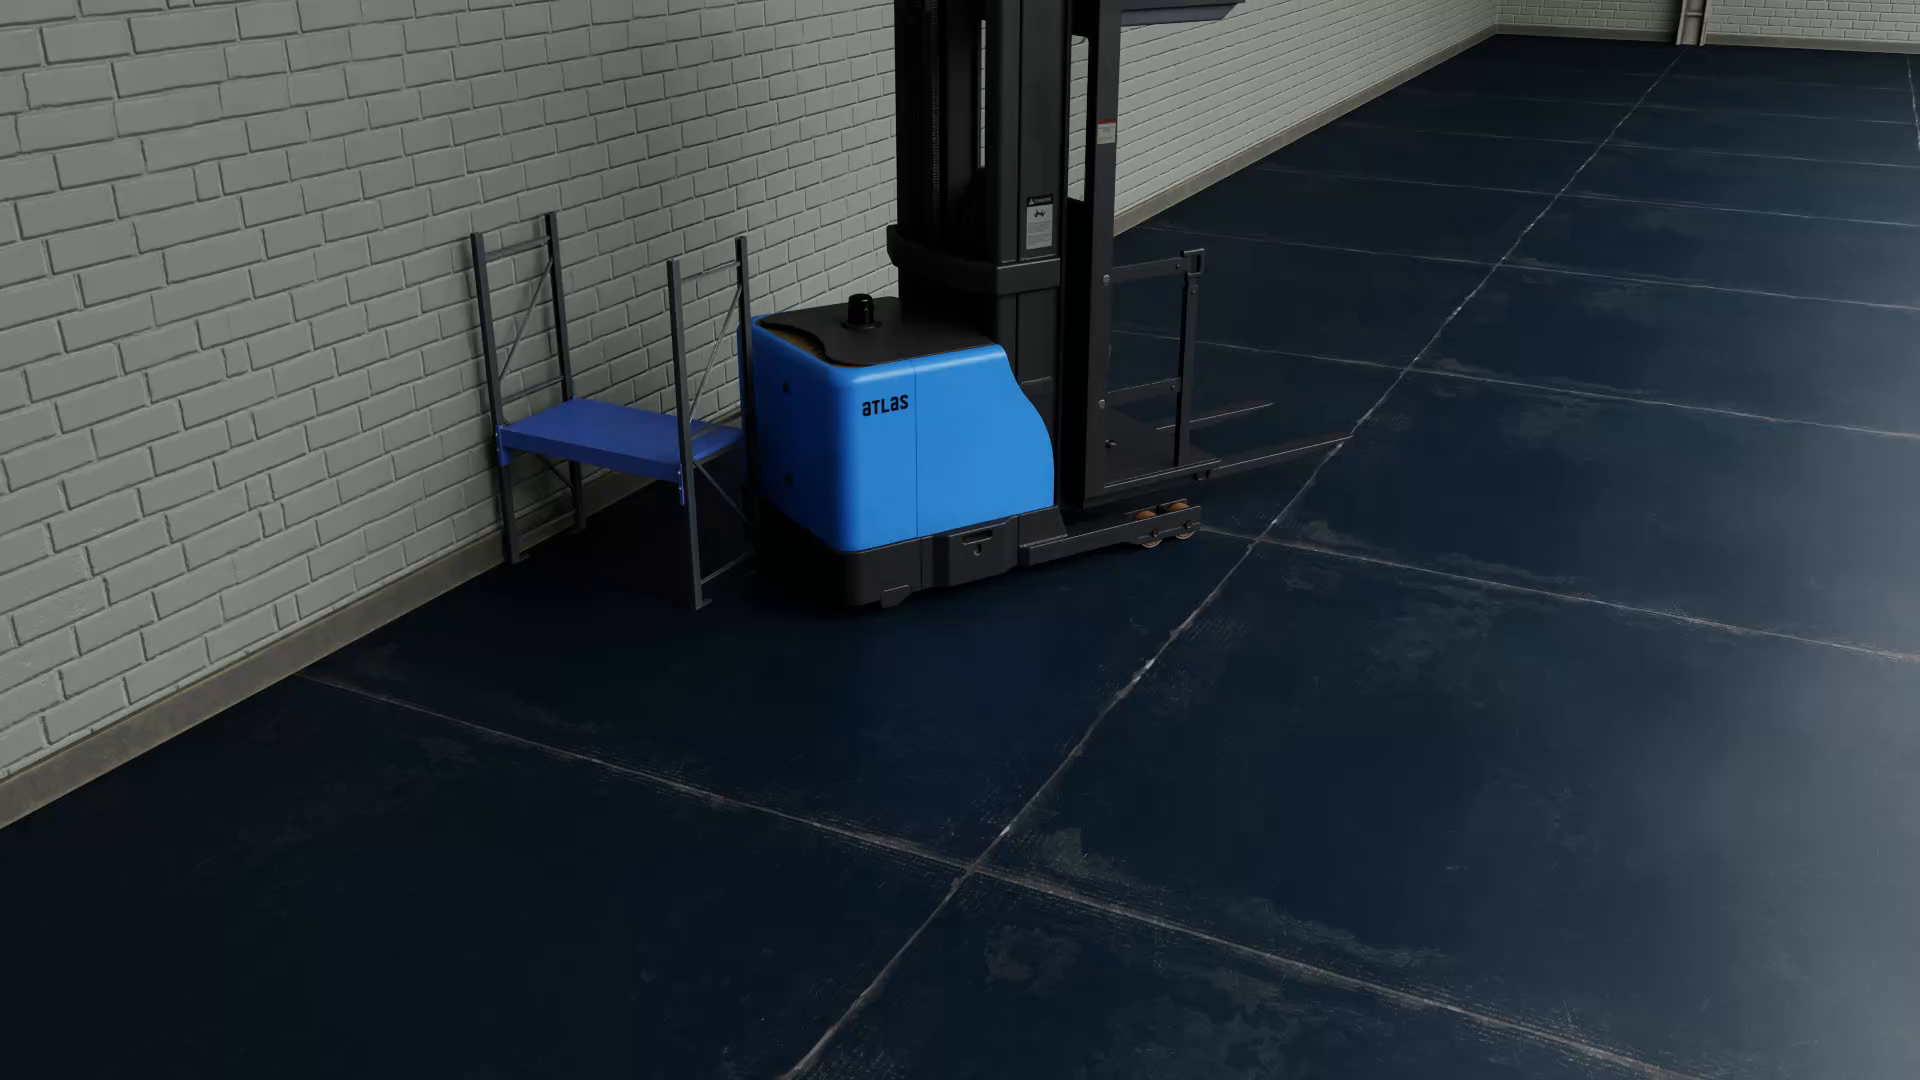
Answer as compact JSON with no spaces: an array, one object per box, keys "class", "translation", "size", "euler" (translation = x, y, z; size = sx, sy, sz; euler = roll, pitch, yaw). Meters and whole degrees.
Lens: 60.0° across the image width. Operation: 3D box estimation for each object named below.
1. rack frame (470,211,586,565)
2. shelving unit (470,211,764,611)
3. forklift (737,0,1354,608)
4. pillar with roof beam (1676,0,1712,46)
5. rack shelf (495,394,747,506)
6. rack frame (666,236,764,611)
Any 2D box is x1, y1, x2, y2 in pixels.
[{"class":"rack frame","translation":[-1.906,-0.667,7.403],"size":[0.032,1.500,0.500],"euler":[12,26,26]},{"class":"shelving unit","translation":[-1.459,-0.573,7.181],"size":[1.048,1.500,0.538],"euler":[12,26,26]},{"class":"forklift","translation":[0.531,-1.476,7.475],"size":[3.031,2.935,1.130],"euler":[-13,26,-29]},{"class":"pillar with roof beam","translation":[9.460,-10.386,20.673],"size":[0.400,9.000,9.100],"euler":[11,25,25]},{"class":"rack shelf","translation":[-1.459,-0.407,7.251],"size":[1.000,0.185,0.538],"euler":[12,26,26]},{"class":"rack frame","translation":[-1.011,-0.479,6.959],"size":[0.032,1.500,0.500],"euler":[12,26,26]}]
